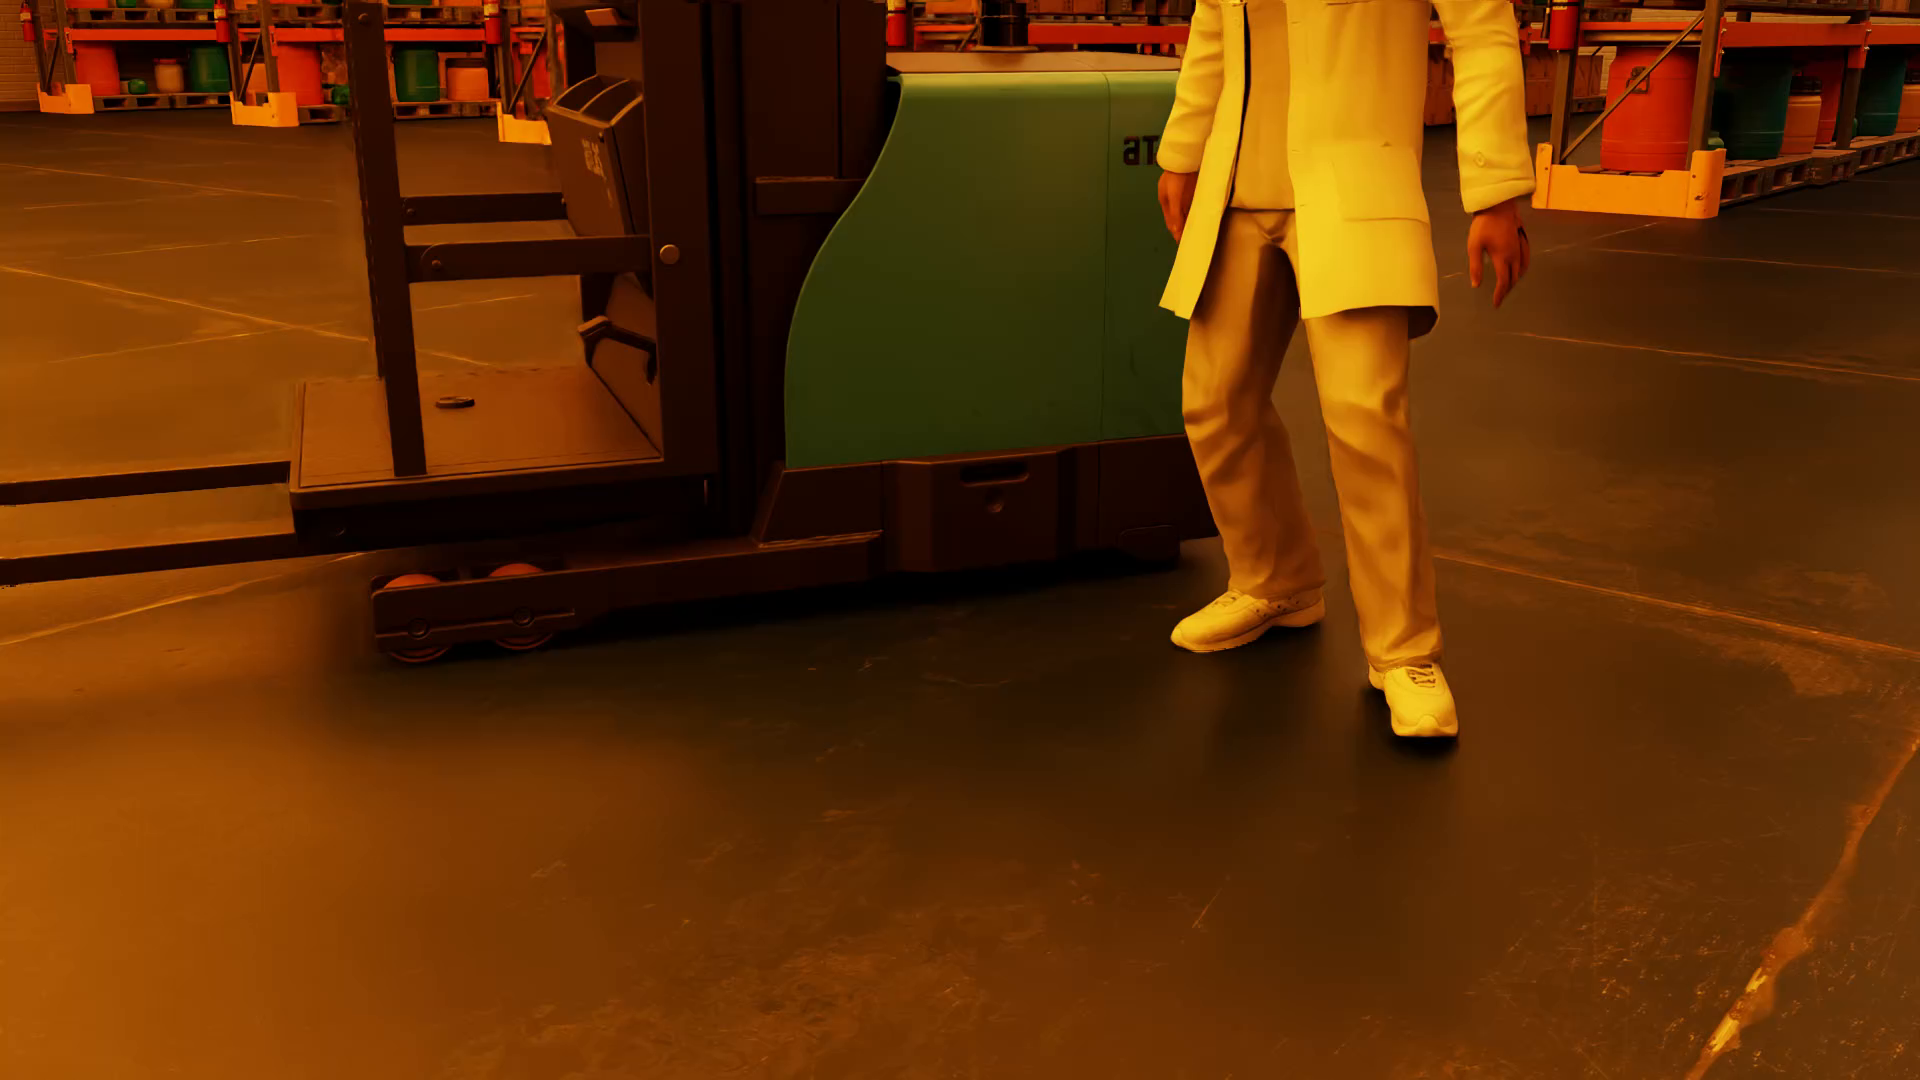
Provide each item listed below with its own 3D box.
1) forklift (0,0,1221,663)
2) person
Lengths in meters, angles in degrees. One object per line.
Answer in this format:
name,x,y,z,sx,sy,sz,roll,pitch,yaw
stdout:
forklift,-0.947,-1.342,3.315,3.031,2.935,1.130,-6,18,-19
person,0.644,-0.601,2.946,0.451,1.749,0.910,-14,22,-38
